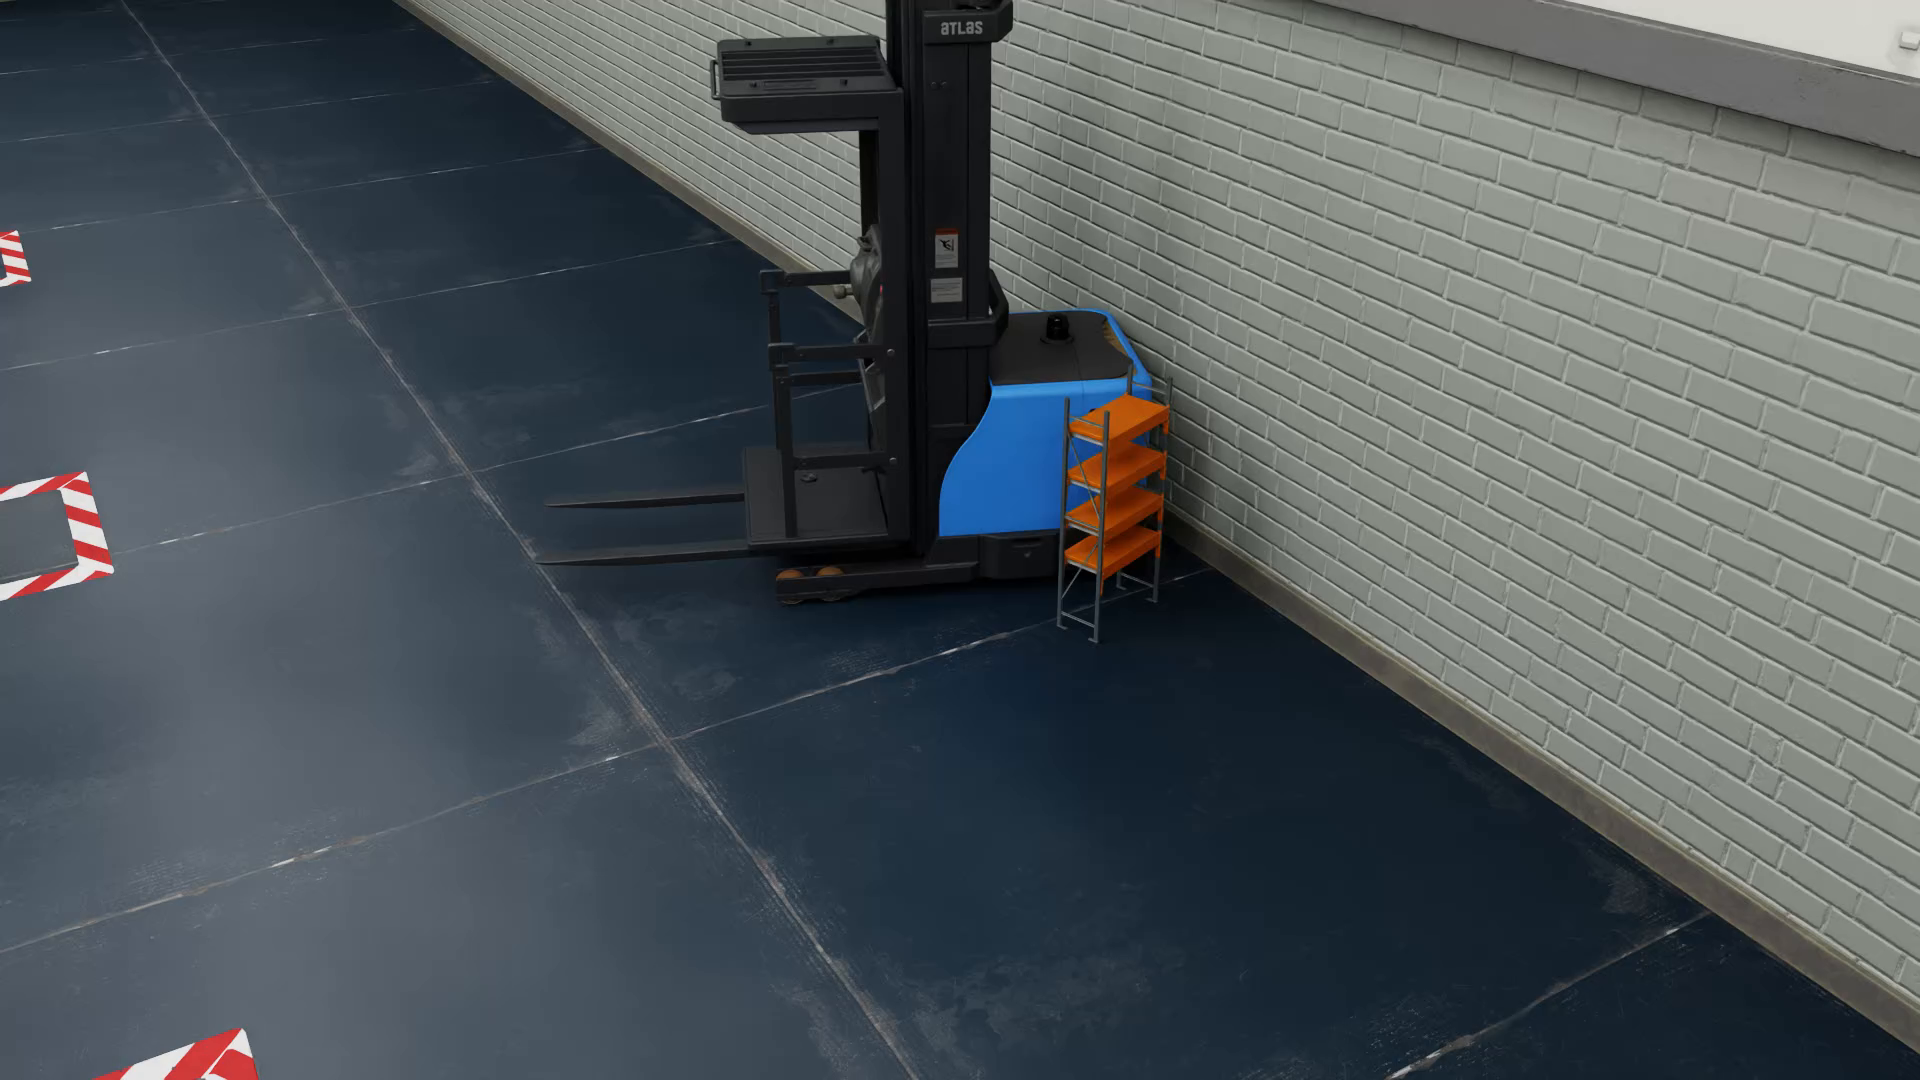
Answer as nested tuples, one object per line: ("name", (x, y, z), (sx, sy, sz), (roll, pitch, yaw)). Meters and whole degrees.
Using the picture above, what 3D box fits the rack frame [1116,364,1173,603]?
("rack frame", (0.878, -0.255, 7.969), (0.240, 1.200, 0.015), (22, 36, 35))

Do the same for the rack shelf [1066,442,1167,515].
("rack shelf", (0.720, -0.302, 7.731), (0.258, 0.148, 0.480), (22, 36, 35))

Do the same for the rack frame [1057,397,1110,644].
("rack frame", (0.562, -0.075, 7.644), (0.240, 1.200, 0.015), (22, 36, 35))

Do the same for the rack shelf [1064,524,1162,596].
("rack shelf", (0.720, 0.068, 7.935), (0.258, 0.148, 0.480), (22, 36, 35))

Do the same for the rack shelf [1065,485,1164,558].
("rack shelf", (0.720, -0.106, 7.839), (0.258, 0.148, 0.480), (22, 36, 35))

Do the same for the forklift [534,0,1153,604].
("forklift", (-0.622, -1.241, 7.964), (3.031, 2.935, 1.130), (-4, 29, -7))

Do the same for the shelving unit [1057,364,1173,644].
("shelving unit", (0.720, -0.165, 7.807), (0.258, 1.200, 0.503), (22, 36, 35))

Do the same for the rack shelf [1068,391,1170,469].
("rack shelf", (0.720, -0.509, 7.617), (0.258, 0.148, 0.480), (22, 36, 35))
